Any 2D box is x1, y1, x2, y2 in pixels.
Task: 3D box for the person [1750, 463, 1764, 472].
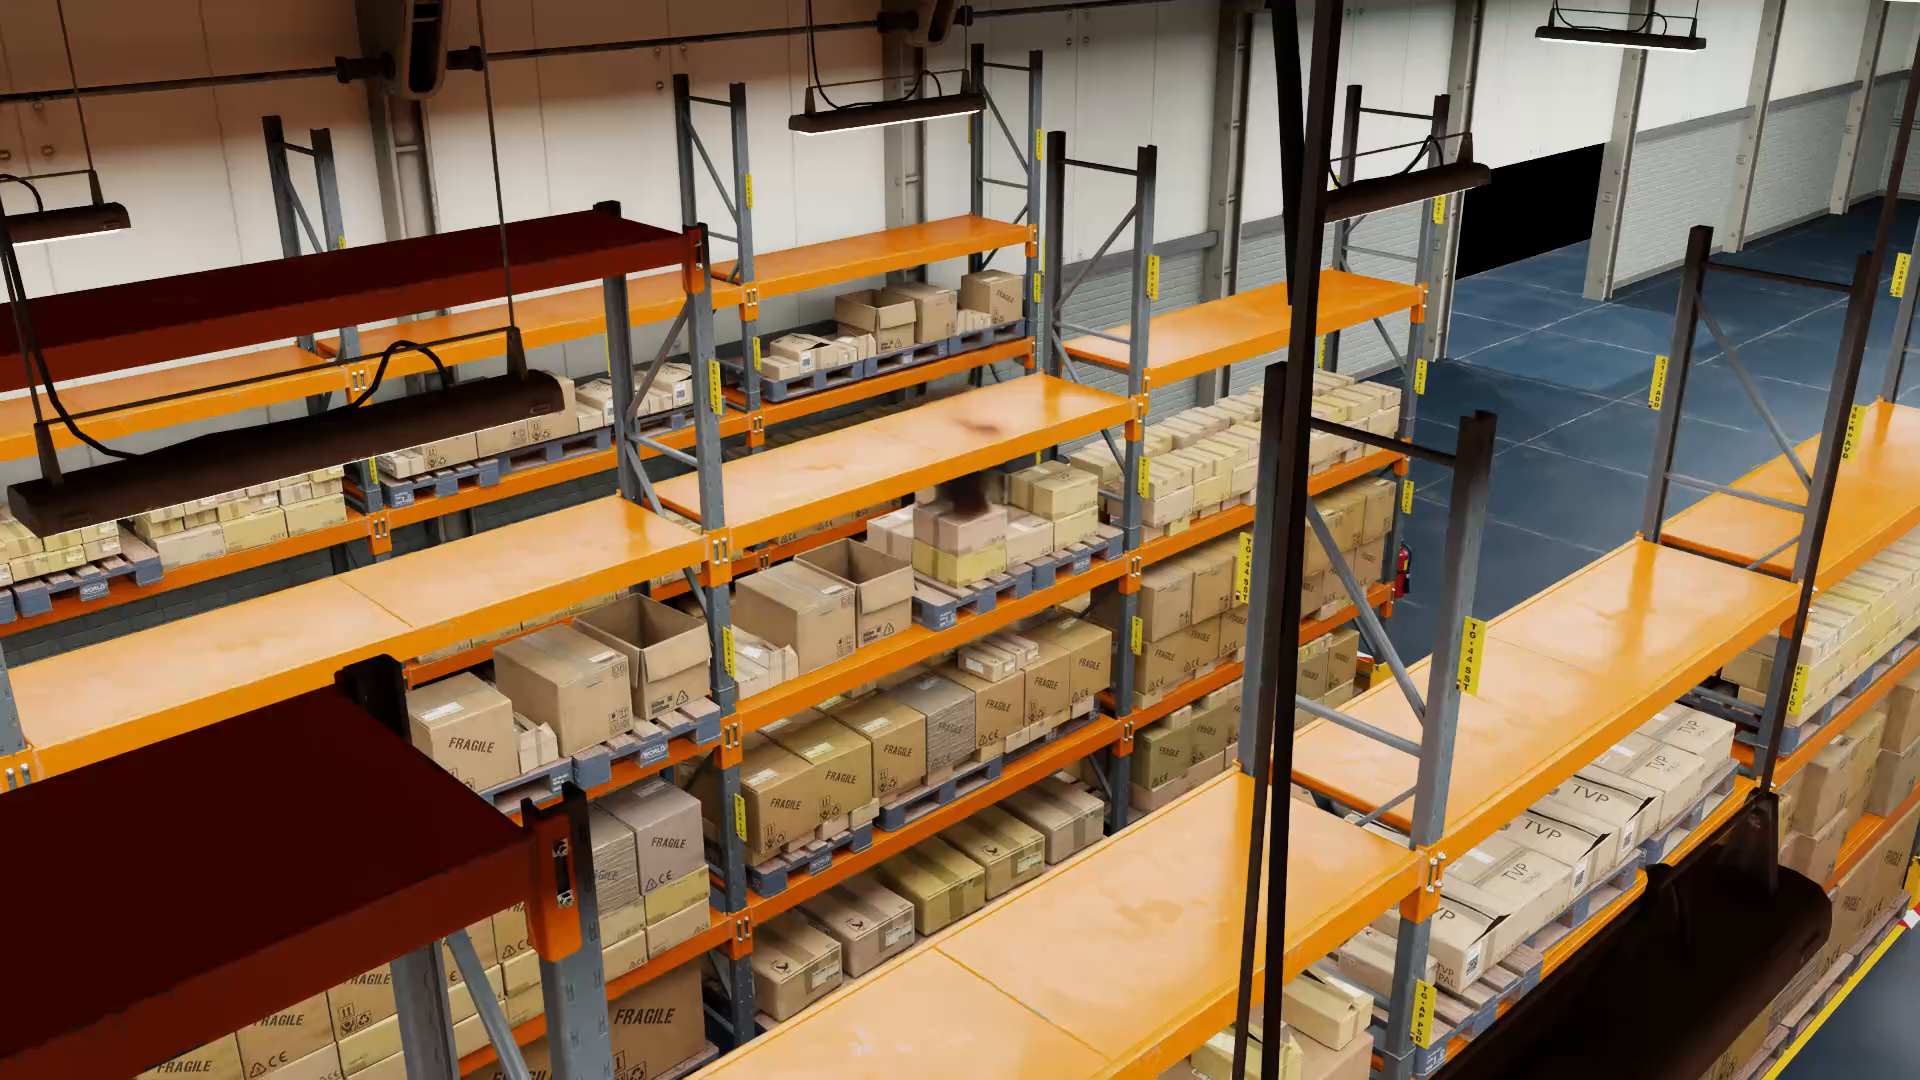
[{"bbox_3d":[8.800,-0.046,18.638,0.667,1.734,0.738,0,22,0],"label":"person"}]
